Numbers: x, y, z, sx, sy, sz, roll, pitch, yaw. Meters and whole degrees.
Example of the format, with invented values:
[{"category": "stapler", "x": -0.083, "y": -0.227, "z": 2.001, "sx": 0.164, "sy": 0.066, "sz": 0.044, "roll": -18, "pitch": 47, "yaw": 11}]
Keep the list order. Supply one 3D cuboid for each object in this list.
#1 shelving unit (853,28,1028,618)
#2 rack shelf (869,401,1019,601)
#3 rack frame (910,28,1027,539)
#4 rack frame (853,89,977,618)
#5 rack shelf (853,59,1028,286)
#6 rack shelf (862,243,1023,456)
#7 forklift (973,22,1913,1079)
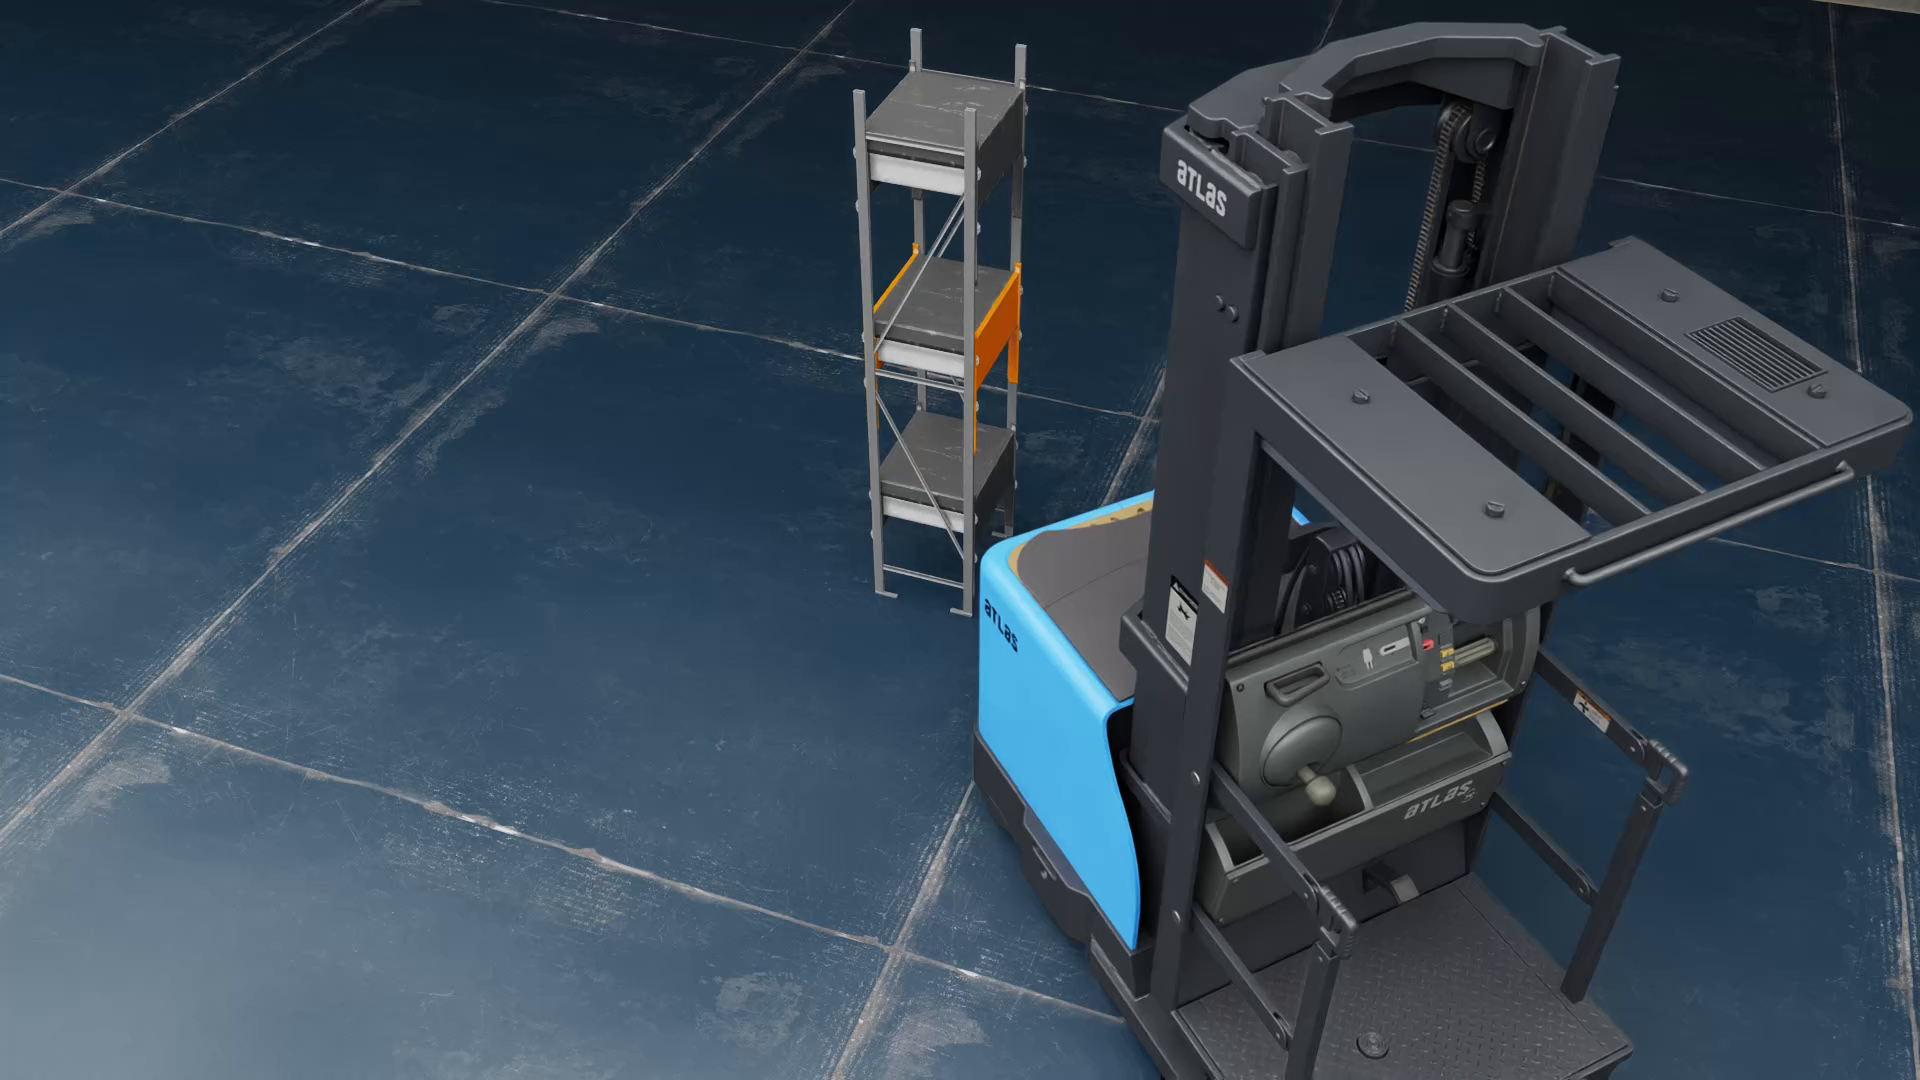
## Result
[{"category": "shelving unit", "x": -0.057, "y": -0.698, "z": 5.950, "sx": 0.431, "sy": 2.100, "sz": 0.503, "roll": 13, "pitch": 42, "yaw": 15}, {"category": "rack shelf", "x": -0.057, "y": -0.155, "z": 6.413, "sx": 0.431, "sy": 0.518, "sz": 0.480, "roll": 13, "pitch": 42, "yaw": 15}, {"category": "rack frame", "x": 0.027, "y": -0.847, "z": 6.125, "sx": 0.400, "sy": 2.100, "sz": 0.015, "roll": 13, "pitch": 42, "yaw": 15}, {"category": "rack frame", "x": -0.140, "y": -0.549, "z": 5.776, "sx": 0.400, "sy": 2.100, "sz": 0.015, "roll": 13, "pitch": 42, "yaw": 15}, {"category": "rack shelf", "x": -0.057, "y": -1.220, "z": 5.505, "sx": 0.431, "sy": 0.518, "sz": 0.480, "roll": 13, "pitch": 42, "yaw": 15}, {"category": "rack shelf", "x": -0.057, "y": -0.687, "z": 5.959, "sx": 0.431, "sy": 0.518, "sz": 0.480, "roll": 13, "pitch": 42, "yaw": 15}, {"category": "forklift", "x": 1.162, "y": 0.435, "z": 3.982, "sx": 1.130, "sy": 2.935, "sz": 3.031, "roll": -18, "pitch": 44, "yaw": -20}]
